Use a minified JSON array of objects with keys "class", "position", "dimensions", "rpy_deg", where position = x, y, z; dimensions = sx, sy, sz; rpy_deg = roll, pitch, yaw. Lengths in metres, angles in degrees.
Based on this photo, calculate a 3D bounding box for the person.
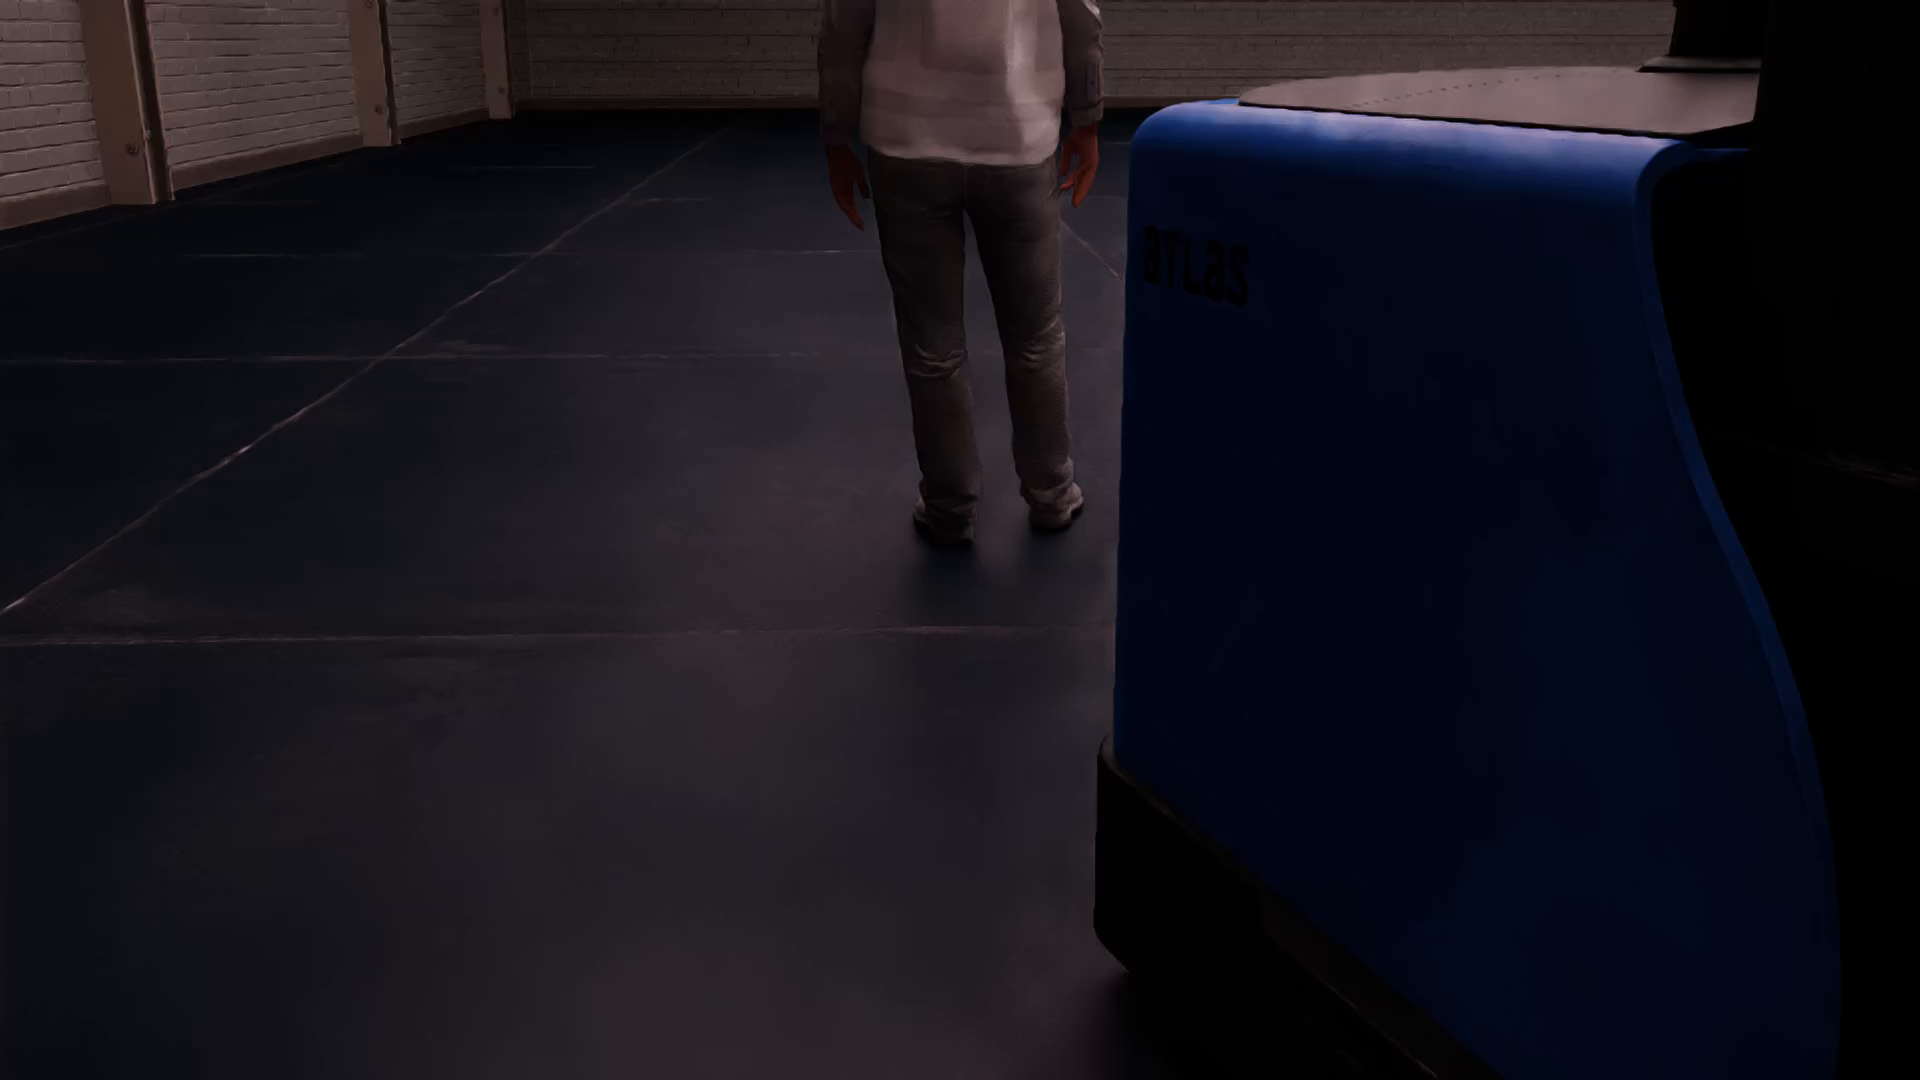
[{"class":"person","position":[0.005,-0.874,3.716],"dimensions":[0.632,1.773,0.567],"rpy_deg":[-1,17,-3]}]

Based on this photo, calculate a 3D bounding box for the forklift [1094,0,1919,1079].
[{"class":"forklift","position":[1.210,-0.515,0.593],"dimensions":[1.130,2.935,3.031],"rpy_deg":[-7,18,-22]}]
